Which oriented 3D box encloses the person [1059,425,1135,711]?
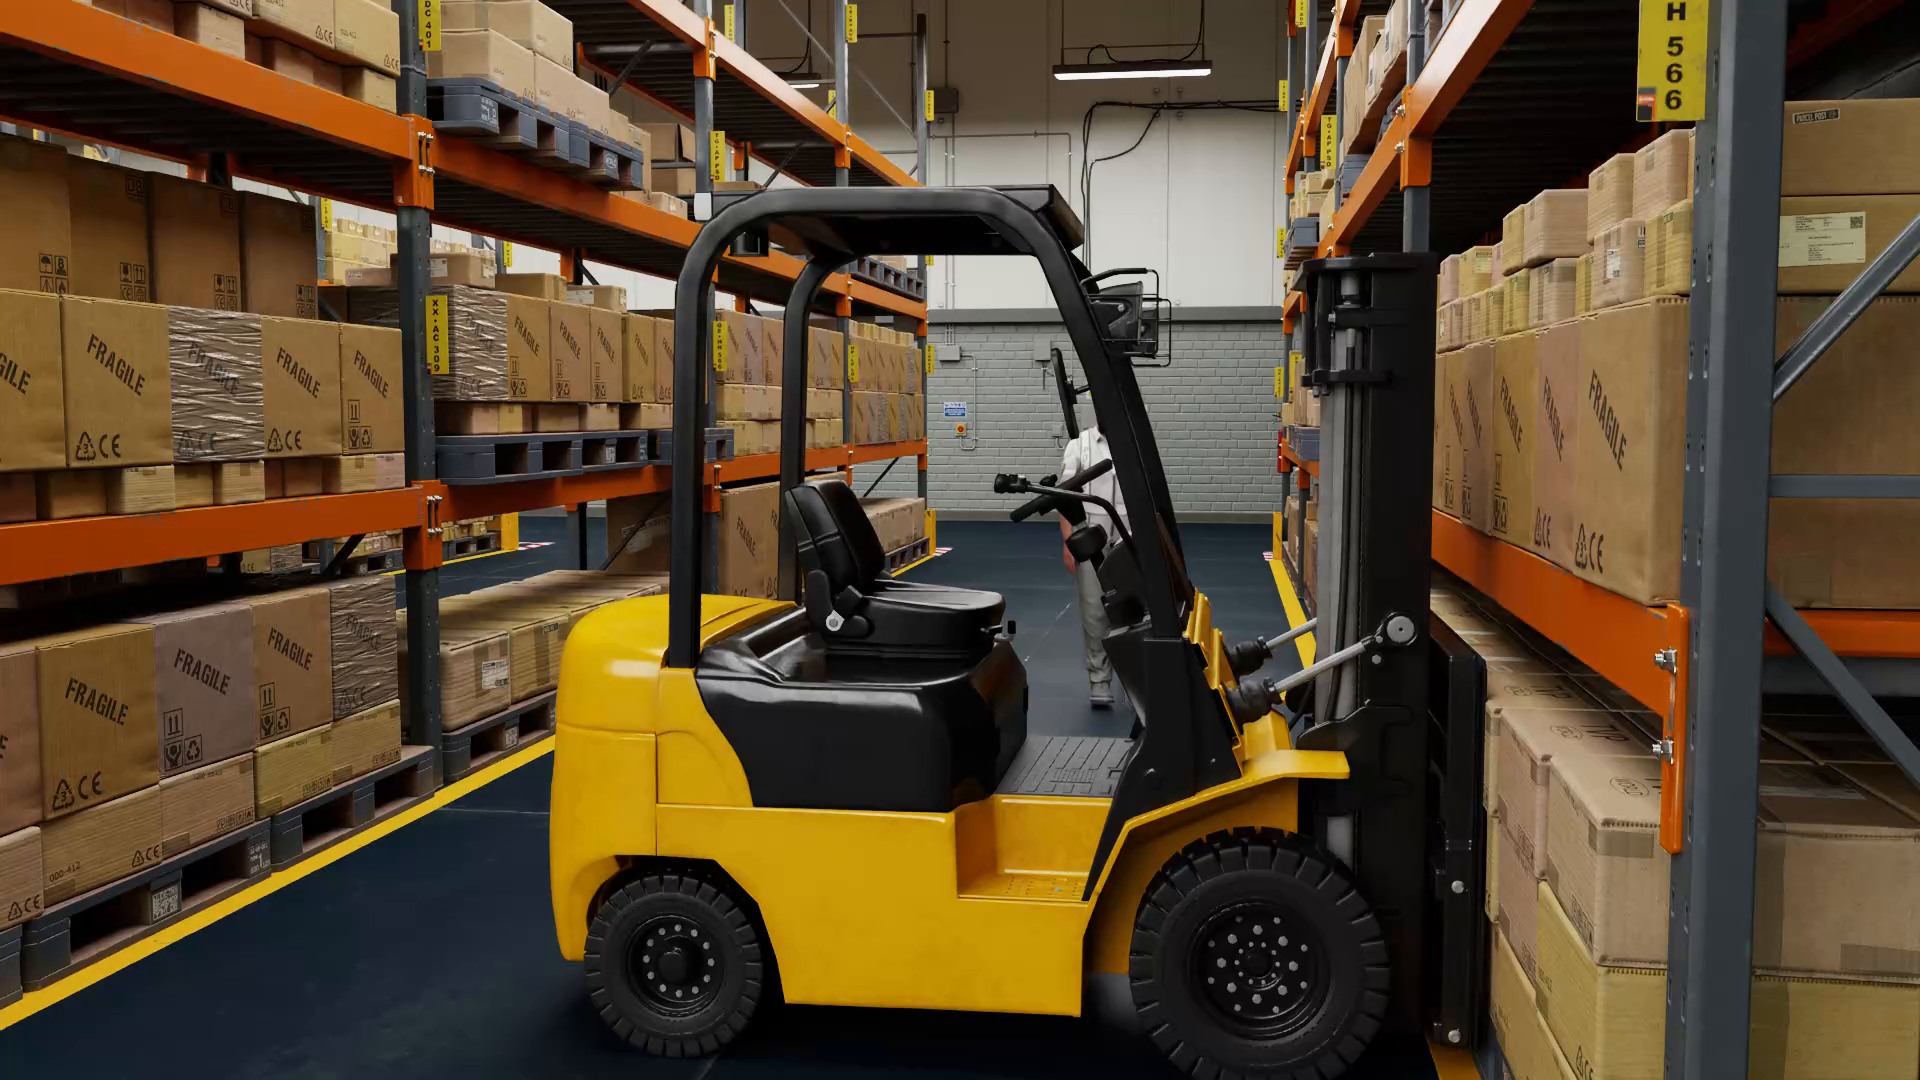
[{"bbox_3d":[0.821,0.036,9.005,0.573,1.827,0.475,0,4,2],"label":"person"}]
